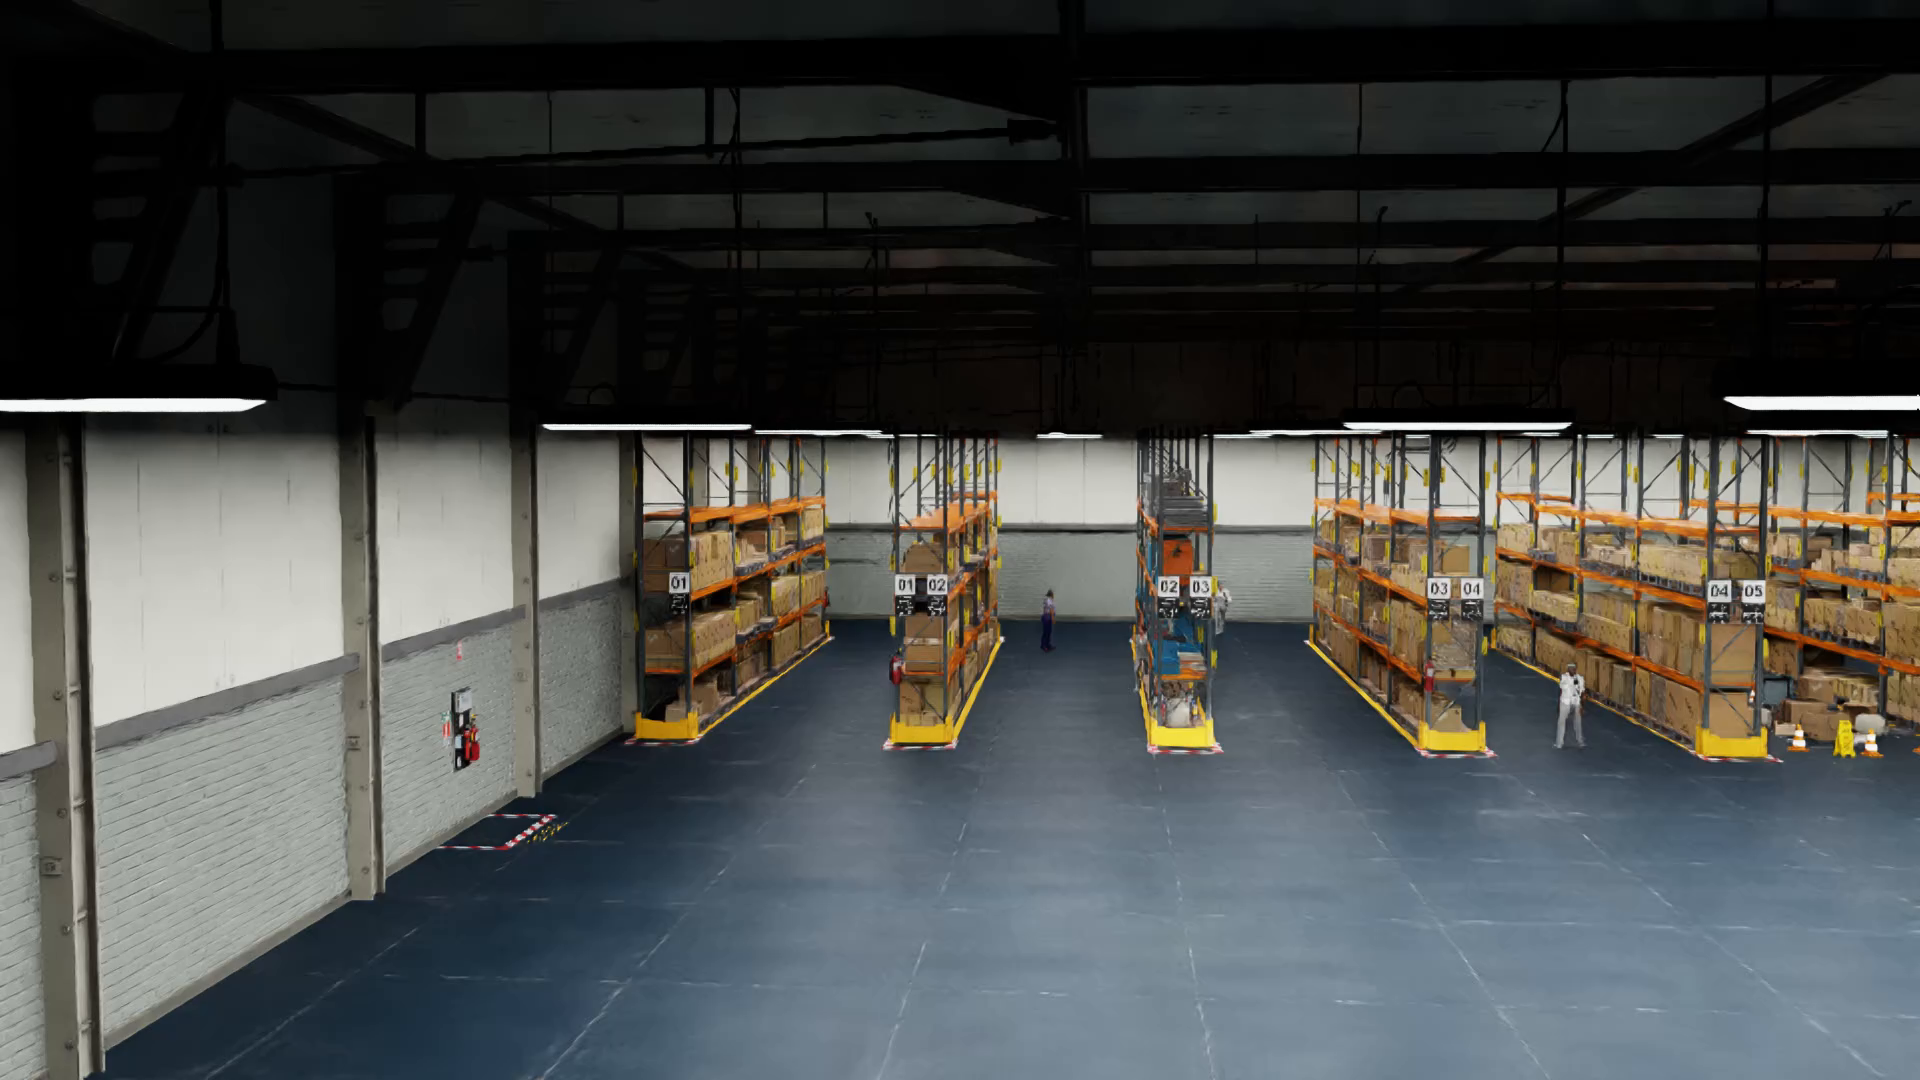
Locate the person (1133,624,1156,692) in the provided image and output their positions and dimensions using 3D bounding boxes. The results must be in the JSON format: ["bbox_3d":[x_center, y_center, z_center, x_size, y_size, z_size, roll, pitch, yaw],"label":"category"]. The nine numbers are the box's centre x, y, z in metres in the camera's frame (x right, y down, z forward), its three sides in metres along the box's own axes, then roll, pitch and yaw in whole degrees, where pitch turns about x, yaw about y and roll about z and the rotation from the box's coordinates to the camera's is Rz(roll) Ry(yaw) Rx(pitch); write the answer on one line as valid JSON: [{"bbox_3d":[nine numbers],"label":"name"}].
[{"bbox_3d":[4.233,2.658,37.967,0.464,1.536,0.842,2,4,25],"label":"person"}]

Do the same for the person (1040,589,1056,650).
[{"bbox_3d":[2.406,2.167,45.439,0.452,1.649,0.506,0,3,-6],"label":"person"}]

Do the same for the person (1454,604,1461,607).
[{"bbox_3d":[13.513,2.103,45.320,0.509,1.786,0.716,0,3,7],"label":"person"}]

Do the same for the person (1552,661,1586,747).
[{"bbox_3d":[11.347,3.037,30.898,0.507,1.625,0.864,2,4,30],"label":"person"}]

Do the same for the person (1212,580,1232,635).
[{"bbox_3d":[7.679,1.968,49.064,0.643,1.611,0.810,0,3,1],"label":"person"}]
